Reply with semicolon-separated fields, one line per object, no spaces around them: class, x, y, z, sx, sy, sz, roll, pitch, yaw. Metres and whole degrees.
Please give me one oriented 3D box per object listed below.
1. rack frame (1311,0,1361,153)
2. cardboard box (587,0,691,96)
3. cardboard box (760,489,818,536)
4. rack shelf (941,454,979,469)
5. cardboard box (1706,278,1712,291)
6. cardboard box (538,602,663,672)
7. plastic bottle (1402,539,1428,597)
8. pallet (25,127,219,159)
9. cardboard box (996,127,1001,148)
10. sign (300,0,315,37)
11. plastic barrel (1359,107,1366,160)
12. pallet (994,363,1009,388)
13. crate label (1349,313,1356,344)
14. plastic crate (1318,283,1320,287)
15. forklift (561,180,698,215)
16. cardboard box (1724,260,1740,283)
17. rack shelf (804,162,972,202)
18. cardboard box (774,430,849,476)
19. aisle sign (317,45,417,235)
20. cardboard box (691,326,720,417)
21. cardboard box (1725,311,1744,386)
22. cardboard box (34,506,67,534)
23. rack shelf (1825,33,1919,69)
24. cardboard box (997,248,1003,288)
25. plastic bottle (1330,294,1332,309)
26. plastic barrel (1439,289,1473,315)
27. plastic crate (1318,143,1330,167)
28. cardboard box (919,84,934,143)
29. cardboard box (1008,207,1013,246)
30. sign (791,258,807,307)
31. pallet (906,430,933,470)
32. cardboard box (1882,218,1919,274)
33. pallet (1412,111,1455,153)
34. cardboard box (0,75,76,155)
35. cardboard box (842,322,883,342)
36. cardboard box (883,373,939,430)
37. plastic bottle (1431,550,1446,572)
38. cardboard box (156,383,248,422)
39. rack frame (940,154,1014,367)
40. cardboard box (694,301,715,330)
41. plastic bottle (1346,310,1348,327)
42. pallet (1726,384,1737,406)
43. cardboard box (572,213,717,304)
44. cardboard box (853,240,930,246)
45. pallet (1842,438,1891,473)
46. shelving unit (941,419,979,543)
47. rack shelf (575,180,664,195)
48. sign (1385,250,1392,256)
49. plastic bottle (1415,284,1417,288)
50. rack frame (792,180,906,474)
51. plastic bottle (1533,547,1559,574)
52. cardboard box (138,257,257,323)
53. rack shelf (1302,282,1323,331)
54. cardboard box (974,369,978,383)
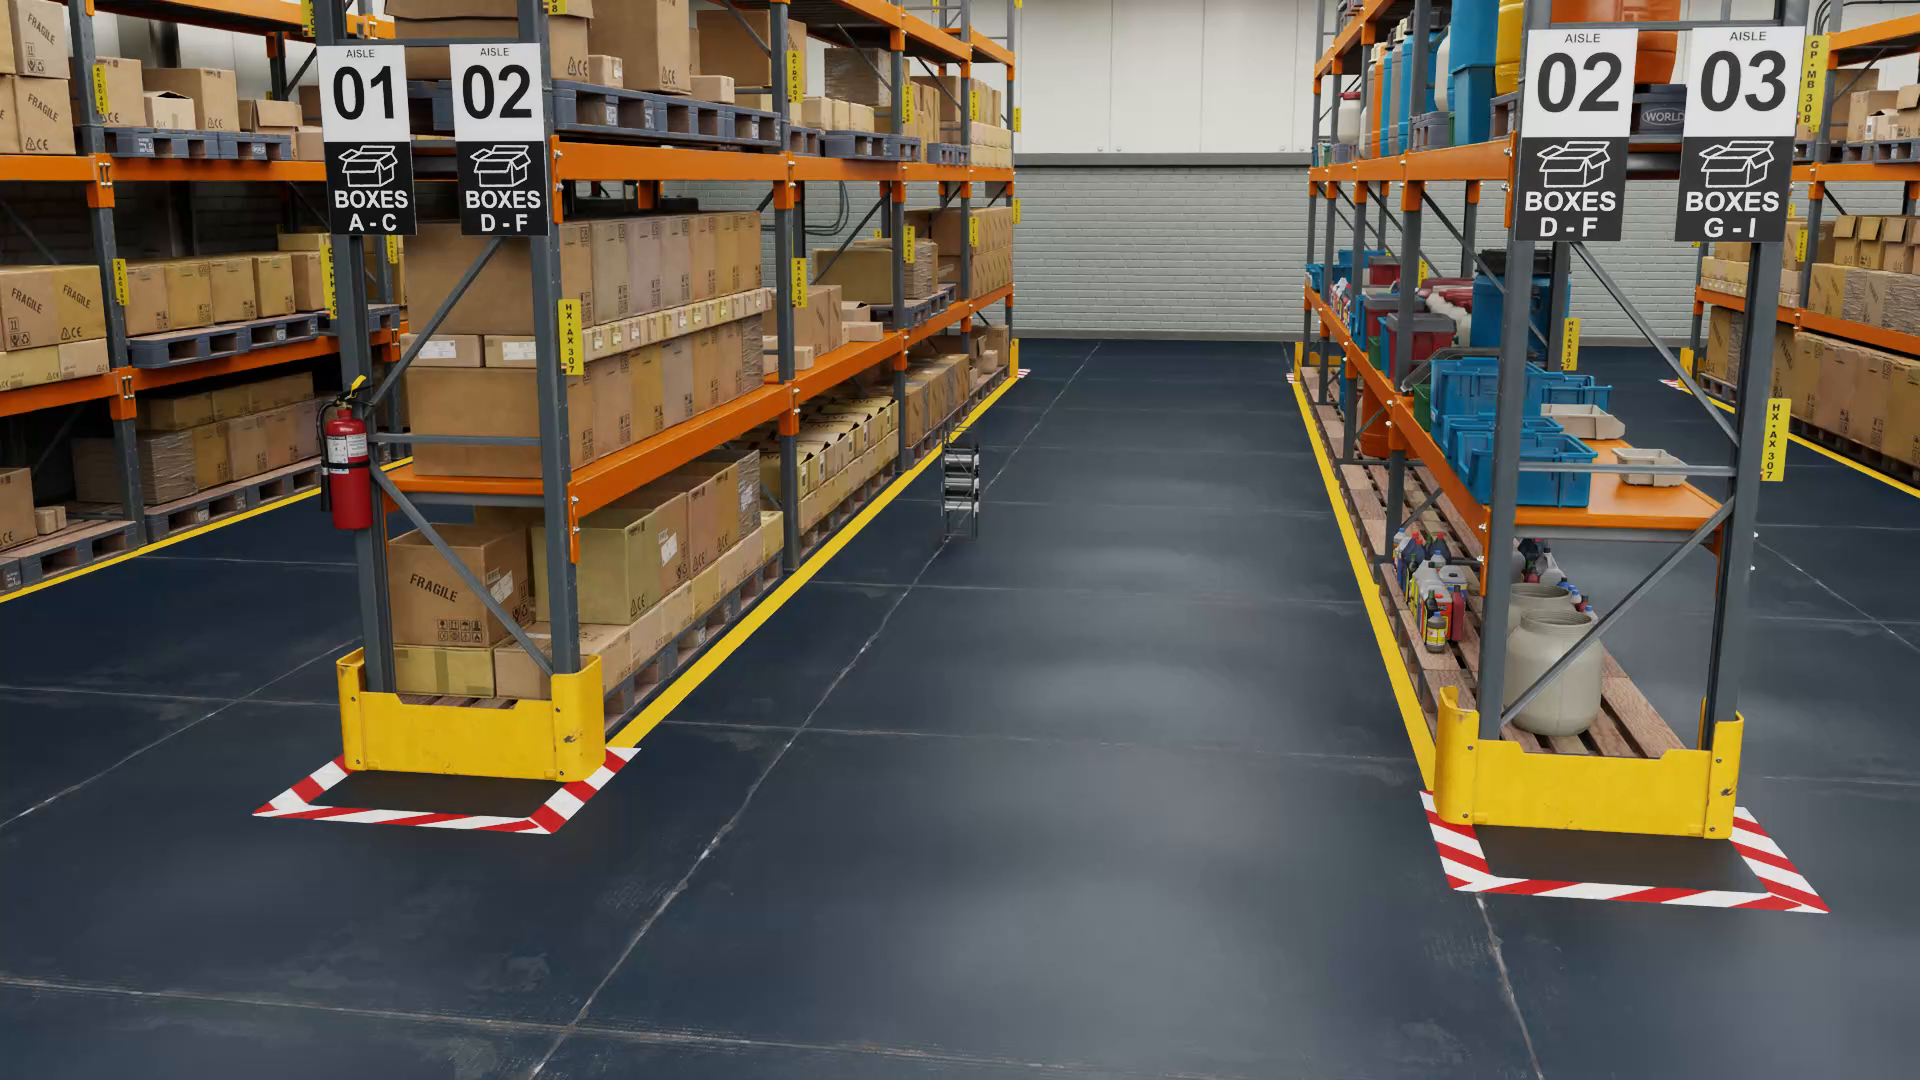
rack frame;5.118;-6.540;21.482;1.000;3.000;0.127;2;12;9
cardboard box;-1.711;-2.564;8.585;0.500;0.500;0.500;2;12;9
cardboard box;-1.315;-0.208;11.869;0.500;0.250;0.500;2;12;7
rack shelf;0.001;-0.585;12.376;0.258;0.077;0.200;2;12;9
cardboard box;9.593;-3.208;20.854;0.380;0.149;0.250;2;12;8
cardboard box;-1.861;0.492;8.621;0.500;0.250;0.500;2;12;9
plastic bottle;2.709;0.164;9.856;0.144;0.351;0.185;1;12;6
pallet;-6.317;-2.930;12.296;1.213;0.211;1.003;2;12;9
cardboard box;0.240;-5.083;21.009;0.500;0.250;0.500;2;12;9
sign;-2.771;-2.319;7.101;0.100;0.325;0.005;2;12;9
plastic barrel;3.537;-3.409;13.804;0.421;0.512;0.421;0;12;0
pallet;0.091;-2.224;22.312;1.003;0.211;1.213;2;12;9
crate label;3.452;-1.785;14.053;0.303;0.233;0.416;2;12;9
plastic crate;4.409;-2.912;19.394;0.437;0.125;0.590;2;12;9
forklift;-2.903;-1.939;14.534;1.130;2.935;3.031;2;12;7
cardboard box;9.517;-3.215;19.942;0.500;0.250;0.500;1;12;7
rack shelf;-0.699;-3.635;16.826;1.077;0.370;4.000;2;12;9
cardboard box;-1.151;-0.696;12.802;0.500;0.311;0.500;1;12;7
aisle sign;-2.537;-1.705;7.114;0.394;0.787;0.004;2;12;9
cardboard box;-1.839;-1.013;9.836;0.700;0.500;0.500;2;12;9
cardboard box;9.853;-2.289;20.039;0.875;0.875;0.875;2;12;9
cardboard box;-6.569;-0.148;11.743;0.380;0.166;0.250;0;12;1
rack shelf;9.704;-5.416;18.923;1.077;0.370;4.000;2;12;9
cardboard box;0.266;-3.504;21.395;0.500;0.500;0.500;2;12;9
plastic bottle;4.005;-2.563;17.738;0.097;0.201;0.097;0;12;0
plastic barrel;3.816;-1.611;12.526;0.433;0.535;0.433;0;12;0
plastic crate;4.472;-4.565;19.716;0.437;0.282;0.530;2;12;9
cardboard box;-0.622;-4.463;17.492;0.600;0.600;0.600;2;12;8
cardboard box;0.427;-4.205;22.275;0.500;0.500;0.500;2;12;8
sign;-1.073;-1.715;11.089;0.100;0.325;0.005;2;12;9
pallet;-0.854;-0.895;16.144;1.003;0.211;1.213;2;12;9
cardboard box;9.110;-2.748;15.507;0.797;0.503;0.637;2;12;10
pallet;3.258;-2.330;9.515;1.213;0.211;1.003;2;12;9
cardboard box;-6.351;-2.842;11.156;0.500;0.500;0.500;2;12;10
cardboard box;-0.872;-1.785;14.251;0.380;0.149;0.250;2;12;9
cardboard box;-0.497;-1.396;16.738;0.500;0.500;0.500;2;12;8
plastic bottle;2.835;0.198;9.888;0.097;0.271;0.097;0;12;0
cardboard box;-6.279;-1.144;13.792;0.500;0.250;0.500;2;12;7
rack frame;0.224;-3.769;22.862;1.000;3.000;0.127;2;12;9
cardboard box;-1.648;-1.309;9.671;0.380;0.149;0.250;2;12;10
plastic bottle;3.644;-2.076;15.476;0.097;0.201;0.097;0;12;0
pallet;9.776;-1.662;19.704;1.003;0.211;1.213;2;12;9
cardboard box;-1.838;-1.652;9.722;0.700;0.500;0.500;2;12;9
cardboard box;-0.728;-2.954;17.846;0.700;0.500;0.500;4;13;18
pallet;9.167;-0.834;15.861;1.003;0.211;1.213;2;12;9
shelving unit;0.001;-0.442;12.406;0.258;0.900;0.210;2;12;9
rack shelf;-4.979;-4.627;21.431;1.077;0.370;4.000;2;12;9
sign;5.664;-3.673;22.029;0.100;0.325;0.005;2;12;9
plastic bottle;4.656;-2.510;17.139;0.144;0.351;0.185;2;12;9
rack frame;-1.006;-2.104;15.135;1.000;3.000;0.127;2;12;9
plastic bottle;3.379;0.221;9.592;0.144;0.351;0.185;2;12;8
cardboard box;-6.241;-2.054;13.621;0.700;0.500;0.500;4;13;16
rack shelf;4.810;-2.840;20.258;1.077;0.370;4.000;2;12;9
cardboard box;0.010;-2.027;20.460;0.380;0.166;0.250;2;12;9
